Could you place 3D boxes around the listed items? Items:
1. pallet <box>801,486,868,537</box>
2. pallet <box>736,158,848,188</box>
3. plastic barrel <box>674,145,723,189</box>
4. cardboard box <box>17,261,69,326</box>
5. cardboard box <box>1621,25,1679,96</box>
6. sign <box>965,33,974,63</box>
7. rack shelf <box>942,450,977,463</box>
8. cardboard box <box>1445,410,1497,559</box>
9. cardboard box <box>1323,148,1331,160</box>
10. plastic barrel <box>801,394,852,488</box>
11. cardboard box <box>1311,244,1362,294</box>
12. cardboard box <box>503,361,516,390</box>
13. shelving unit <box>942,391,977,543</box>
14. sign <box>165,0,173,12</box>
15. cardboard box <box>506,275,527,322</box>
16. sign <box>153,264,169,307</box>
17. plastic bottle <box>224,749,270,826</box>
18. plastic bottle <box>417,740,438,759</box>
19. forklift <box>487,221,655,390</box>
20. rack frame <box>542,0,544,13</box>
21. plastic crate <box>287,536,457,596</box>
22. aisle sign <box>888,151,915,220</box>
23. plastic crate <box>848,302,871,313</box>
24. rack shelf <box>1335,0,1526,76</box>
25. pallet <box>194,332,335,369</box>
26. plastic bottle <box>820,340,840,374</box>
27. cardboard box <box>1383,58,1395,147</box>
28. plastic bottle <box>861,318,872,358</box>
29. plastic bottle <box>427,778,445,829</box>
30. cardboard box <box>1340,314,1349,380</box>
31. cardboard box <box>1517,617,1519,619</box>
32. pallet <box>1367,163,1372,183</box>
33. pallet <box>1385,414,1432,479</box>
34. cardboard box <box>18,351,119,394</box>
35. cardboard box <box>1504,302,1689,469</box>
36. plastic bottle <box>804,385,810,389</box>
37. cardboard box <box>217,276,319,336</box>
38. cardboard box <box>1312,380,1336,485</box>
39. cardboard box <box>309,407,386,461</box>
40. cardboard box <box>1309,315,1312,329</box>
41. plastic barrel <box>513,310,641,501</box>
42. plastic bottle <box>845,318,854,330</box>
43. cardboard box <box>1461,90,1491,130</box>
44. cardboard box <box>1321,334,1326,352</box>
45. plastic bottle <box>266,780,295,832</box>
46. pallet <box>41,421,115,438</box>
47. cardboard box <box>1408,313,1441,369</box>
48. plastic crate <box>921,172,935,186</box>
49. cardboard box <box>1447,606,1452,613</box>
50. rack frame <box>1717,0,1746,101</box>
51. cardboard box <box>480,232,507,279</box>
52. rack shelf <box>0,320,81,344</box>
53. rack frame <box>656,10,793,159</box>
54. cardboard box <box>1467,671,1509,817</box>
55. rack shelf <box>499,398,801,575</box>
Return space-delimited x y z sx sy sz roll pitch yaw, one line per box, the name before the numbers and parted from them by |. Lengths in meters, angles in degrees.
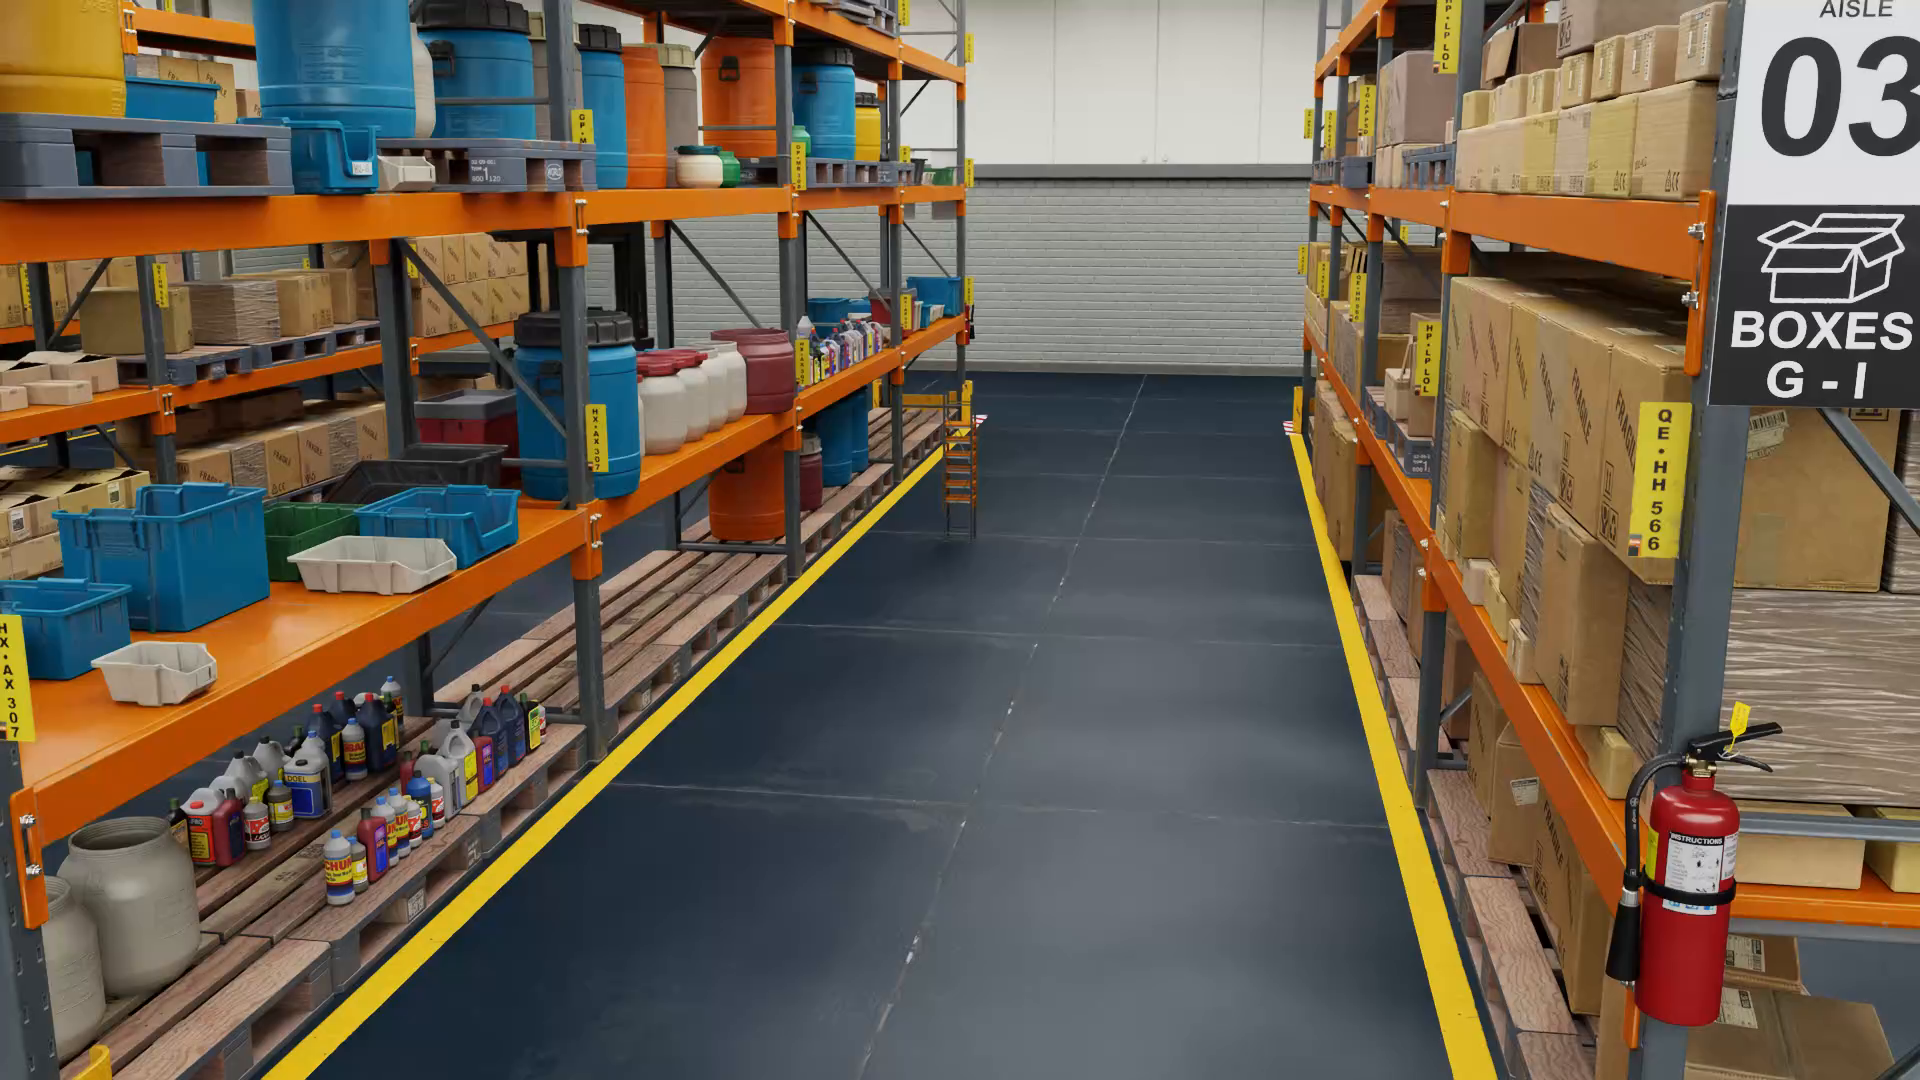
pallet | -1.400 -0.262 14.206 1.003 0.211 1.213 2 12 9
pallet | -1.455 -2.736 12.397 1.003 0.211 1.213 2 12 9
plastic barrel | -1.635 -2.332 10.404 0.301 0.262 0.301 0 12 0
cardboard box | -10.626 -2.770 18.517 0.980 0.700 0.700 2 12 7
cardboard box | 1.818 -1.147 3.985 0.380 0.149 0.250 1 12 6
sign | 0.107 -5.632 19.032 0.100 0.325 0.005 2 12 9
rack shelf | -0.002 -0.657 13.337 0.258 0.103 0.180 2 12 9
cardboard box | 2.367 -0.212 6.416 0.875 0.500 0.500 2 12 9
cardboard box | 4.222 -4.257 17.535 0.700 0.500 0.500 1 12 7
plastic barrel | -1.264 -0.958 14.803 0.600 0.901 0.708 2 12 9
cardboard box | 3.964 -2.846 17.450 0.500 0.500 0.500 2 12 7
cardboard box | -5.173 -1.905 20.100 0.500 0.500 0.500 2 12 9
shelving unit | -0.002 -0.584 13.353 0.258 1.200 0.189 2 12 9
sign | -9.694 -6.600 20.352 0.100 0.325 0.005 2 12 9
cardboard box | -5.292 -2.768 18.978 0.500 0.500 0.500 2 12 9
sign | -6.015 -1.916 12.515 0.100 0.325 0.005 2 12 9
plastic bottle | -2.942 1.028 6.848 0.144 0.351 0.185 2 12 11
plastic bottle | -2.284 0.992 7.173 0.061 0.283 0.133 2 12 9
forklift | -3.561 -1.869 15.209 1.130 2.935 3.031 4 13 17
rack frame | -5.333 -5.965 19.813 1.000 3.000 0.127 2 12 9
plastic crate | -2.284 0.102 6.527 0.530 0.136 0.437 2 12 9
aisle sign | -0.722 -4.167 19.537 0.394 0.787 0.004 2 12 9
plastic crate | -1.051 -2.441 17.957 0.416 0.233 0.300 2 12 9
rack shelf | 3.532 -3.847 12.642 1.077 0.370 4.000 2 12 9
pallet | -6.269 -1.678 14.617 1.003 0.211 1.213 2 12 9
plastic bottle | -1.070 -1.514 13.691 0.152 0.276 0.135 2 12 9
cardboard box | 2.816 -2.610 9.941 0.500 0.500 0.500 2 12 9
plastic bottle | -0.873 -1.813 14.901 0.144 0.351 0.185 2 12 9
plastic bottle | -2.198 1.089 6.917 0.097 0.201 0.097 0 12 0
cardboard box | 3.294 -1.523 13.202 0.500 0.500 0.500 2 12 10
cardboard box | 2.068 0.311 5.526 0.380 0.149 0.250 2 12 9
pallet | 3.440 -2.788 12.639 1.003 0.211 1.213 2 12 11
pallet | 2.960 -0.538 9.327 1.003 0.211 1.213 2 12 9
cardboard box | -6.663 -1.249 12.382 0.500 0.311 0.500 3 12 12
cardboard box | 2.070 -0.498 5.366 0.500 0.500 0.500 2 12 9
plastic bottle | -1.188 -1.295 12.661 0.061 0.283 0.133 2 12 9
cardboard box | -6.159 -2.084 14.811 0.700 0.500 0.500 -1 12 -6
cardboard box | 3.761 -0.911 14.647 1.225 0.875 0.875 2 12 9
cardboard box | -5.825 -0.978 15.802 0.500 0.500 0.500 2 12 9
cardboard box | 3.918 -2.311 17.692 0.380 0.149 0.250 2 12 8
plastic barrel | -1.926 -0.689 8.380 0.600 0.901 0.708 2 12 9
plastic bottle | -1.015 -1.817 14.923 0.144 0.351 0.185 2 12 9
cardboard box | 2.255 -1.743 6.751 0.380 0.149 0.250 2 12 7
cardboard box | 3.563 -1.829 15.458 0.380 0.149 0.250 2 12 9
plastic bottle | -2.816 1.095 6.888 0.097 0.201 0.097 0 12 0
pallet | -10.464 -1.407 19.521 1.003 0.211 1.213 2 12 9
cardboard box | 3.181 -1.186 10.642 0.500 0.500 0.500 0 12 2
plastic crate | -0.512 -3.771 17.375 0.437 0.136 0.530 2 12 9
cardboard box | 2.817 0.568 8.626 0.700 0.500 0.500 2 12 8
rack frame | 1.994 -2.313 2.865 1.000 3.000 0.127 2 12 9
cardboard box | -5.361 -3.148 18.372 0.500 0.500 0.500 2 12 10
rack shelf | -10.536 -2.424 19.330 1.077 0.370 4.000 2 12 9
rack frame | -1.670 -4.139 11.337 1.000 3.000 0.127 2 12 9
cardboard box | 2.508 0.886 7.200 0.500 0.500 0.500 1 12 7
rack shelf | -1.977 -0.438 10.113 1.077 0.370 4.000 2 12 9
